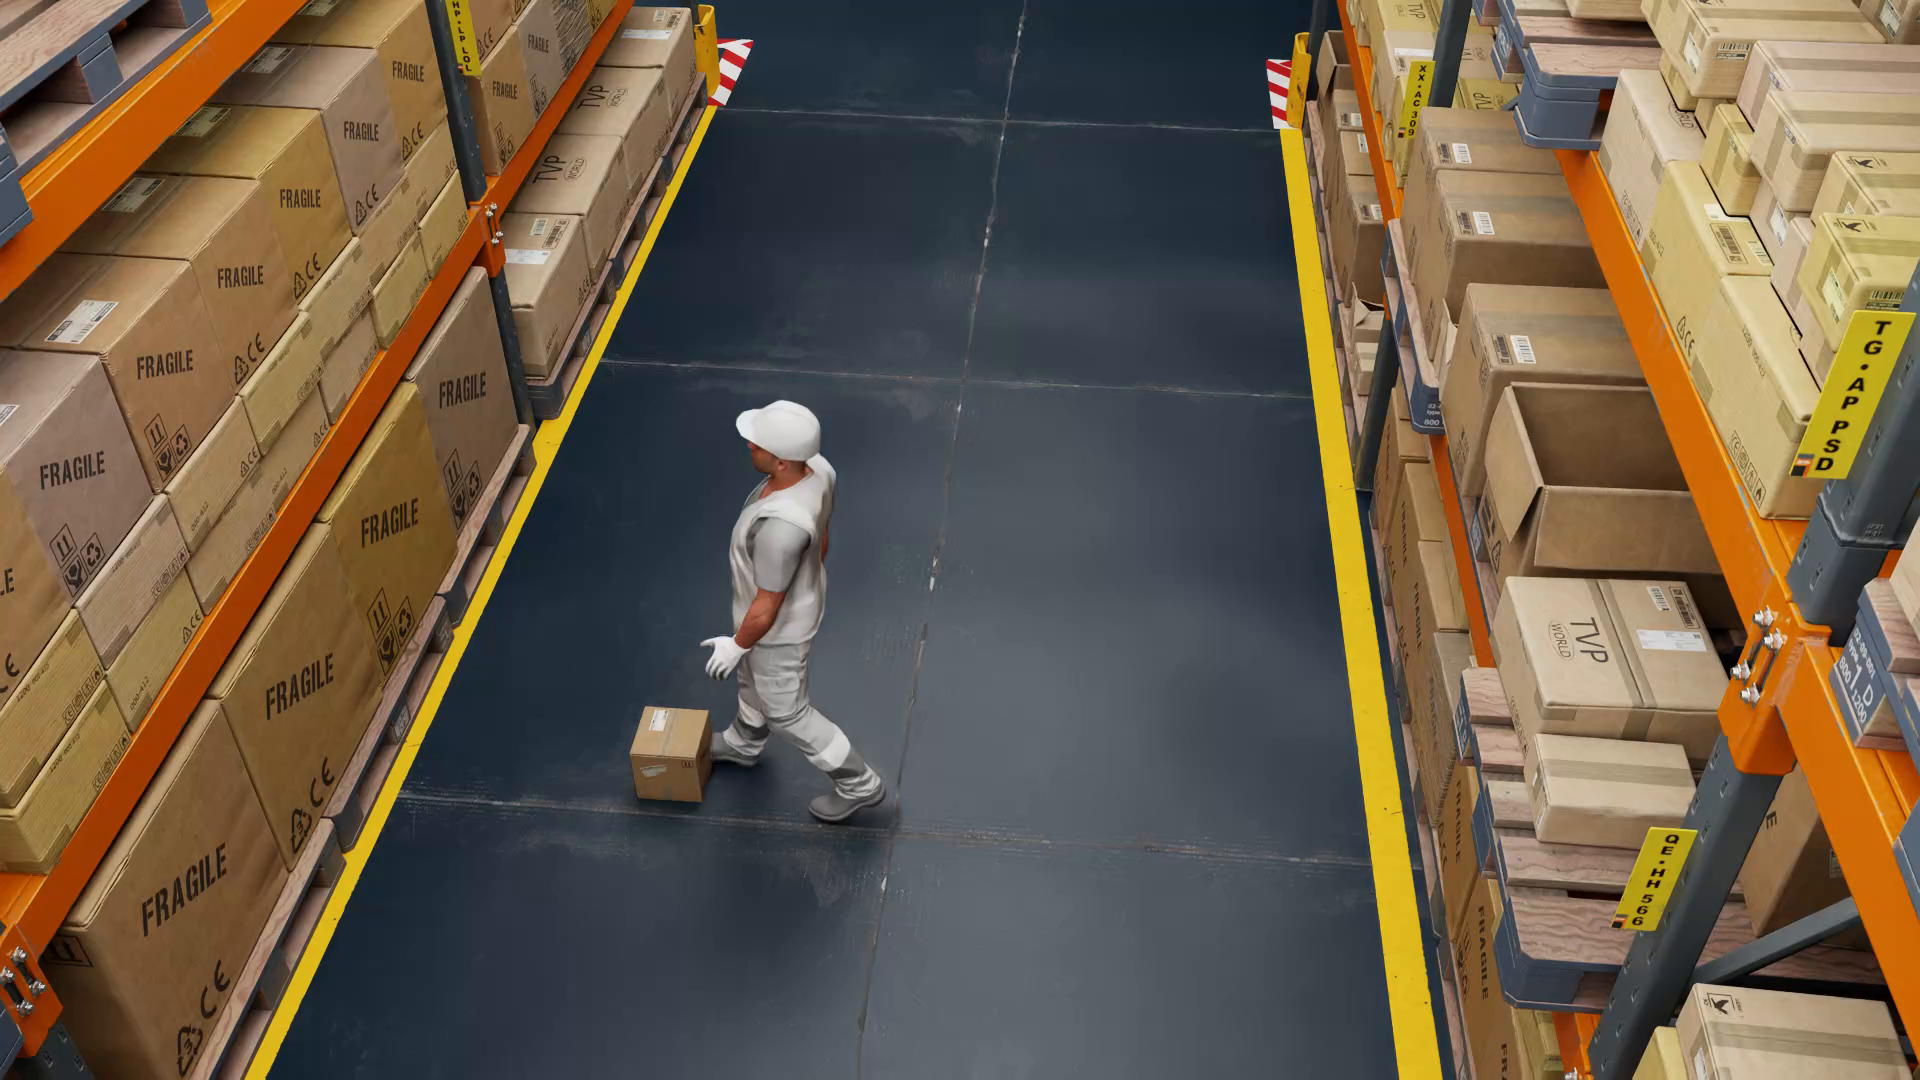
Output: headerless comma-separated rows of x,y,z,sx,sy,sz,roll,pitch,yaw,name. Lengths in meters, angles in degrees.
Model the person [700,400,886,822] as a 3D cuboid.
-0.674,0.261,5.843,0.819,1.781,0.554,3,40,4,person
